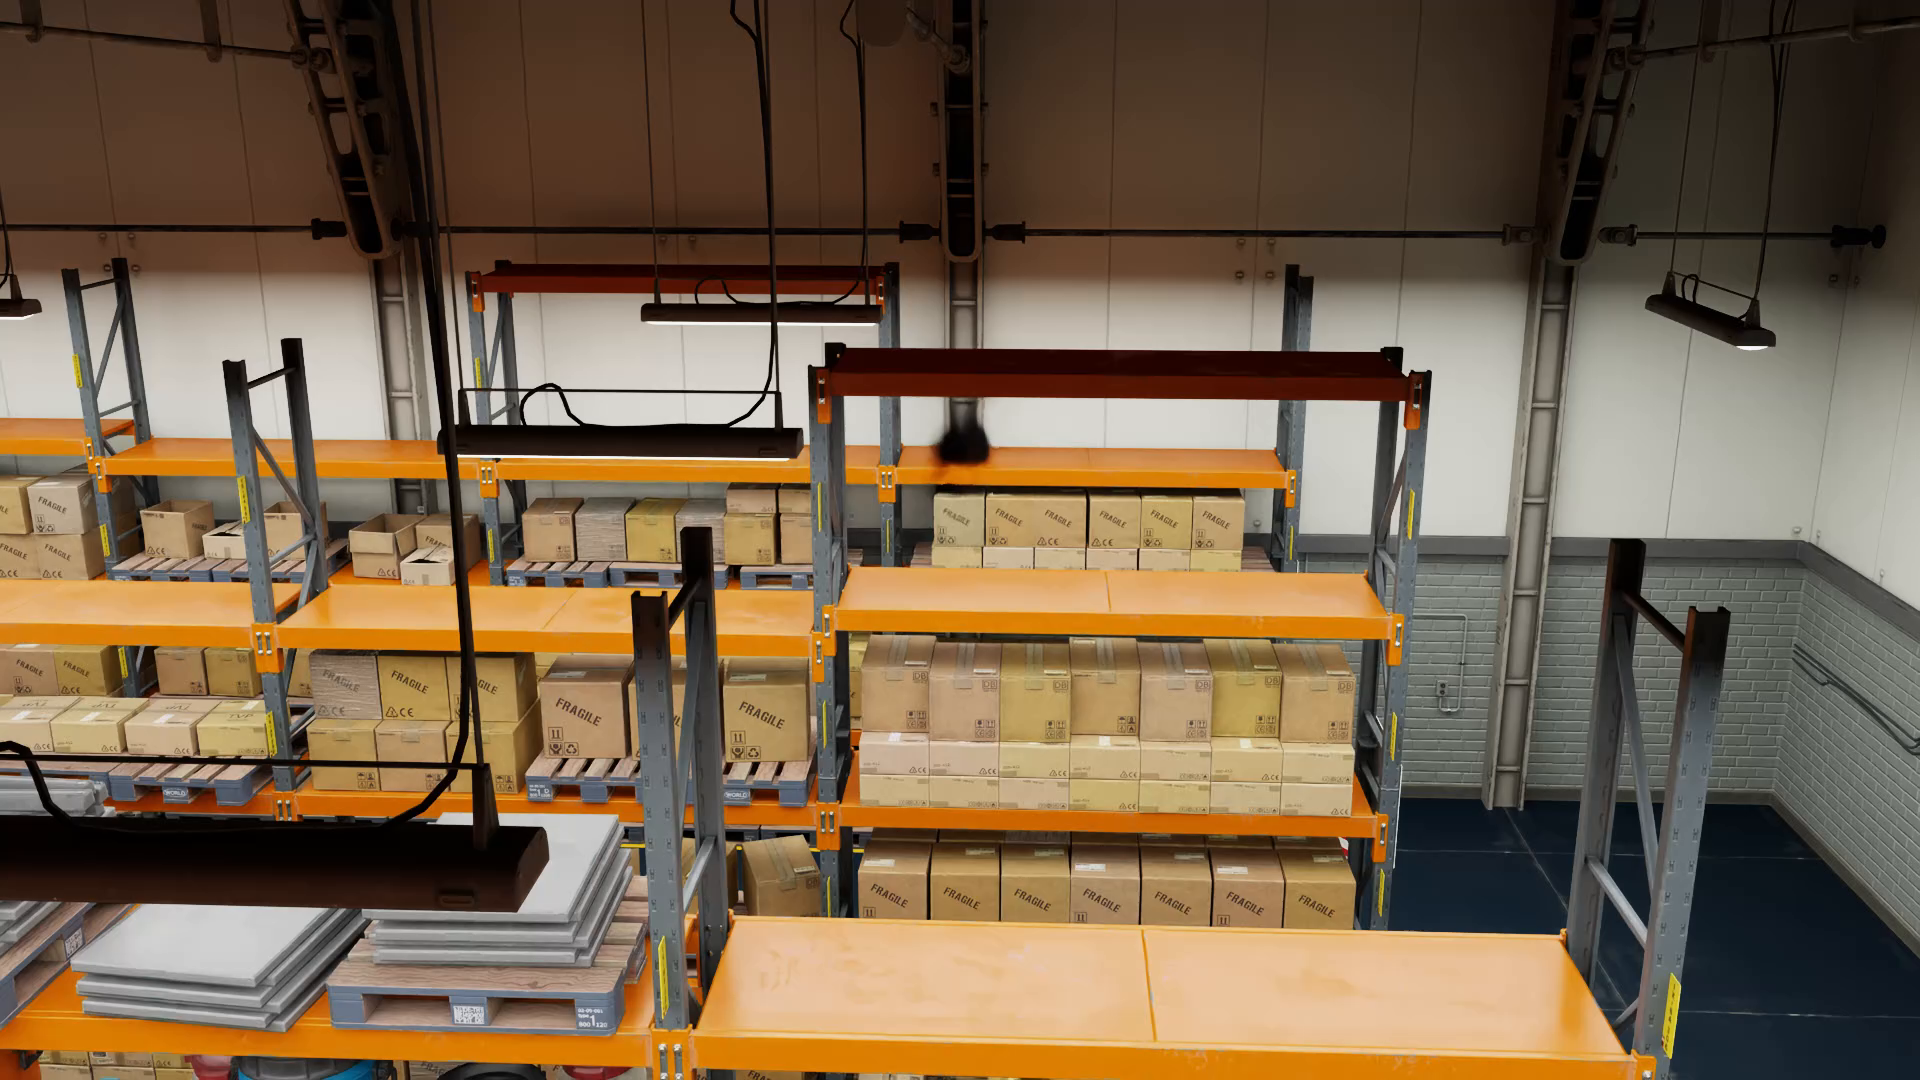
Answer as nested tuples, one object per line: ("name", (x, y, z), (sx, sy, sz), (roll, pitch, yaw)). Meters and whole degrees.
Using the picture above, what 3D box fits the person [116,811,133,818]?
("person", (-8.469, 2.759, 15.944), (0.789, 1.725, 0.667), (0, 16, -1))
